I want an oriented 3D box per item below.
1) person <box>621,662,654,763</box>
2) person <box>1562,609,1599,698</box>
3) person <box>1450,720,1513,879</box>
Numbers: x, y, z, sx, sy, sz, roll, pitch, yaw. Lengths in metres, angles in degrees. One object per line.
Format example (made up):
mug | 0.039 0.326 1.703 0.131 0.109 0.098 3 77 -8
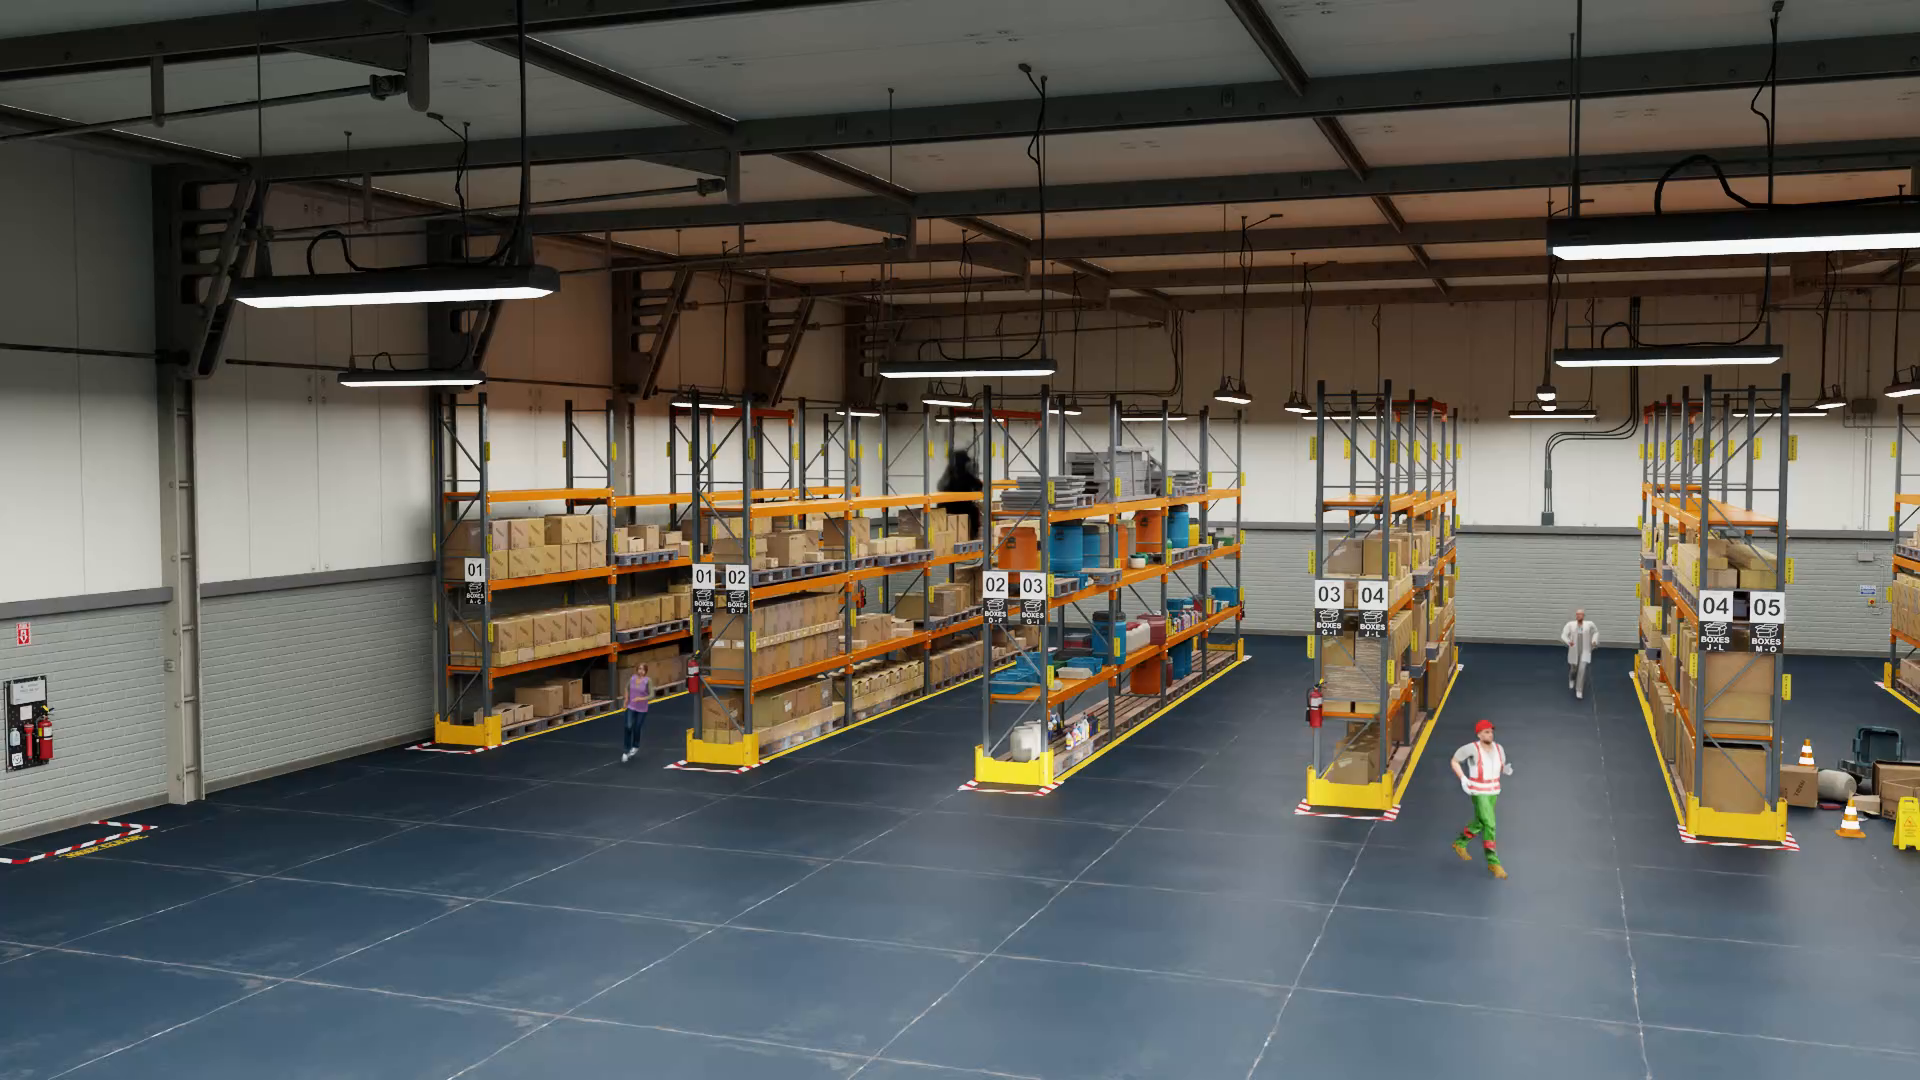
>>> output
person | -5.212 2.784 27.001 0.521 1.623 0.660 0 3 -4
person | 12.725 2.308 34.133 0.718 1.783 0.990 1 3 23
person | 6.262 3.041 19.878 0.629 1.815 0.916 -2 3 -28
